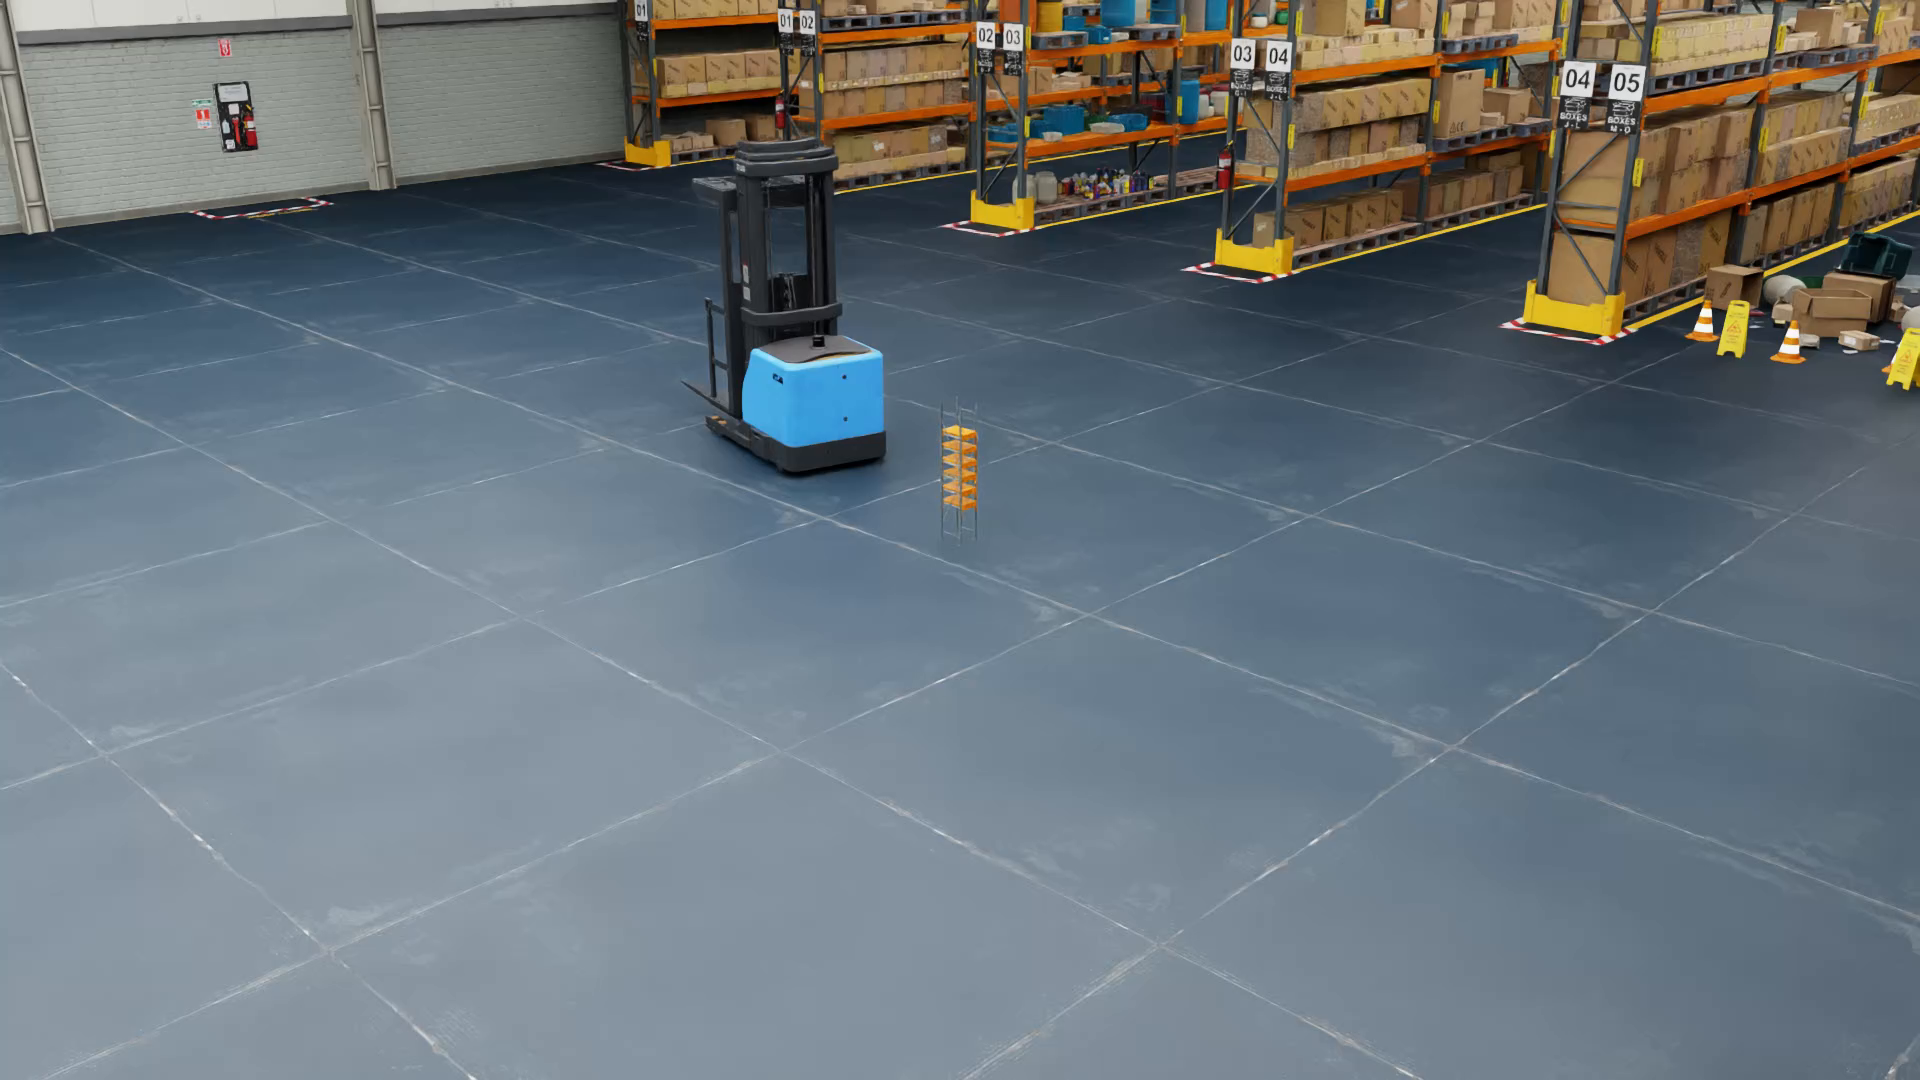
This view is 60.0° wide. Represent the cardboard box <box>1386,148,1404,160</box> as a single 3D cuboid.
[{"bbox_3d":[6.584,-5.943,25.567,0.380,0.149,0.250,19,28,41],"label":"cardboard box"}]

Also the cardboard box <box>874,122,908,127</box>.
[{"bbox_3d":[-1.324,-7.837,32.347,0.500,0.500,0.500,19,28,41],"label":"cardboard box"}]

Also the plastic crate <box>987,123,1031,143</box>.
[{"bbox_3d":[0.813,-6.737,27.492,0.499,0.251,0.616,19,28,41],"label":"plastic crate"}]

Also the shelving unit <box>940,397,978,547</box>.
[{"bbox_3d":[-0.010,-0.556,13.711,0.258,1.200,0.189,19,28,41],"label":"shelving unit"}]

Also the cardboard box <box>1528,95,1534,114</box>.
[{"bbox_3d":[9.974,-7.656,29.534,0.500,0.500,0.500,-19,28,-40],"label":"cardboard box"}]

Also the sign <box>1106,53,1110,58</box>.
[{"bbox_3d":[3.112,-10.303,34.947,0.100,0.325,0.005,19,28,41],"label":"sign"}]

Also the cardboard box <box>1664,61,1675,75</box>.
[{"bbox_3d":[8.356,-5.695,20.018,0.380,0.149,0.250,20,28,41],"label":"cardboard box"}]

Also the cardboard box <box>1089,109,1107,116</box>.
[{"bbox_3d":[3.196,-9.238,36.662,0.500,0.500,0.500,-19,28,-40],"label":"cardboard box"}]

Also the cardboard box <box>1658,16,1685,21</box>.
[{"bbox_3d":[9.116,-6.686,21.485,0.380,0.149,0.250,19,28,41],"label":"cardboard box"}]

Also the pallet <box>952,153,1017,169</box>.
[{"bbox_3d":[0.408,-7.770,33.857,1.003,0.211,1.213,19,28,41],"label":"pallet"}]

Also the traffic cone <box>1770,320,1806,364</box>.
[{"bbox_3d":[9.670,-2.323,19.335,0.336,0.463,0.334,19,28,41],"label":"traffic cone"}]

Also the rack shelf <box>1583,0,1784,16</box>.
[{"bbox_3d":[9.105,-6.888,20.875,1.077,0.370,4.000,19,28,41],"label":"rack shelf"}]

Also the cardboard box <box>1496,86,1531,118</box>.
[{"bbox_3d":[9.459,-7.514,28.580,0.500,0.500,0.500,15,26,34],"label":"cardboard box"}]

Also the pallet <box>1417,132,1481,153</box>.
[{"bbox_3d":[7.654,-6.462,26.836,1.003,0.211,1.213,19,28,41],"label":"pallet"}]

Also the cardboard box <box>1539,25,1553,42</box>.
[{"bbox_3d":[9.651,-8.567,28.072,0.500,0.250,0.500,19,28,41],"label":"cardboard box"}]

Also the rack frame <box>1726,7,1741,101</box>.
[{"bbox_3d":[15.388,-9.477,34.411,1.000,3.000,0.127,19,28,41],"label":"rack frame"}]

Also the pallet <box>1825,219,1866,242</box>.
[{"bbox_3d":[13.837,-5.052,26.785,1.003,0.211,1.213,19,28,41],"label":"pallet"}]

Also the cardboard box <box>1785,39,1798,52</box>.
[{"bbox_3d":[11.401,-6.855,23.034,0.250,0.149,0.380,19,28,41],"label":"cardboard box"}]

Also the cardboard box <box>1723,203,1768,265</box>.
[{"bbox_3d":[10.869,-4.453,23.890,1.050,0.750,0.750,19,28,40],"label":"cardboard box"}]

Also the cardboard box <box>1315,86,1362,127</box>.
[{"bbox_3d":[5.507,-6.345,24.315,0.500,0.500,0.500,19,28,41],"label":"cardboard box"}]

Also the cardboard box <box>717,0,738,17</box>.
[{"bbox_3d":[-4.890,-10.969,33.946,0.500,0.500,0.500,-18,27,-39],"label":"cardboard box"}]

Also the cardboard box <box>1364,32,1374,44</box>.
[{"bbox_3d":[5.830,-7.365,24.390,0.380,0.149,0.250,18,27,39],"label":"cardboard box"}]

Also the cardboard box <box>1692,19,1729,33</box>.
[{"bbox_3d":[9.414,-6.458,20.891,0.380,0.149,0.250,20,29,41],"label":"cardboard box"}]

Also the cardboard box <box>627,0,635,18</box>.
[{"bbox_3d":[-6.311,-10.710,33.271,0.500,0.500,0.500,-18,27,-38],"label":"cardboard box"}]

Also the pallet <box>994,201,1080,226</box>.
[{"bbox_3d":[1.268,-5.541,28.057,1.003,0.211,1.213,19,28,41],"label":"pallet"}]

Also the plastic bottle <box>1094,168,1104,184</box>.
[{"bbox_3d":[2.476,-6.448,29.611,0.144,0.351,0.185,18,27,38],"label":"plastic bottle"}]

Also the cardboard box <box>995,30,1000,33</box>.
[{"bbox_3d":[0.734,-12.137,39.706,0.500,0.250,0.500,19,28,40],"label":"cardboard box"}]

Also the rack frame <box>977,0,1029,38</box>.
[{"bbox_3d":[0.678,-9.404,25.859,1.000,3.000,0.127,19,28,41],"label":"rack frame"}]

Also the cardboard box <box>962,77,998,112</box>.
[{"bbox_3d":[0.383,-10.712,40.035,0.750,0.750,0.750,19,28,40],"label":"cardboard box"}]

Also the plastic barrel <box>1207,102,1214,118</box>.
[{"bbox_3d":[4.501,-7.869,30.421,0.301,0.262,0.301,0,21,0],"label":"plastic barrel"}]

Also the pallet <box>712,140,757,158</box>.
[{"bbox_3d":[-4.924,-8.313,35.270,1.003,0.211,1.213,19,28,41],"label":"pallet"}]

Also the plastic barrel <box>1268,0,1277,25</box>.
[{"bbox_3d":[5.822,-10.109,31.719,0.421,0.512,0.421,0,21,0],"label":"plastic barrel"}]

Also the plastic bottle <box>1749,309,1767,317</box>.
[{"bbox_3d":[10.264,-2.934,21.485,0.283,0.061,0.133,9,23,23],"label":"plastic bottle"}]

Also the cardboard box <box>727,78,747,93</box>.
[{"bbox_3d":[-4.787,-9.464,34.560,0.500,0.250,0.500,20,28,41],"label":"cardboard box"}]

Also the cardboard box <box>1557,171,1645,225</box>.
[{"bbox_3d":[7.936,-4.273,20.664,0.875,0.550,0.550,19,28,41],"label":"cardboard box"}]

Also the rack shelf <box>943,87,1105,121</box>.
[{"bbox_3d":[1.317,-9.051,34.305,1.077,0.370,4.000,19,28,41],"label":"rack shelf"}]

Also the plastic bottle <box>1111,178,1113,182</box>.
[{"bbox_3d":[2.673,-6.185,29.019,0.061,0.283,0.133,19,28,41],"label":"plastic bottle"}]

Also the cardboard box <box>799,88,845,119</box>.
[{"bbox_3d":[-2.534,-8.008,30.449,0.700,0.500,0.500,19,28,41],"label":"cardboard box"}]

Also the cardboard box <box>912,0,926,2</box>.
[{"bbox_3d":[-0.995,-10.290,31.690,0.500,0.311,0.500,17,27,38],"label":"cardboard box"}]

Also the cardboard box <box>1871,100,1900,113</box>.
[{"bbox_3d":[15.031,-7.051,27.035,0.380,0.149,0.250,18,27,38],"label":"cardboard box"}]

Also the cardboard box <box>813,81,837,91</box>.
[{"bbox_3d":[-2.441,-8.240,30.151,0.380,0.149,0.250,19,28,40],"label":"cardboard box"}]

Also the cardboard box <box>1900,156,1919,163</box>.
[{"bbox_3d":[17.252,-6.871,30.190,0.380,0.149,0.250,19,28,41],"label":"cardboard box"}]

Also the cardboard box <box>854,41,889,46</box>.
[{"bbox_3d":[-2.014,-10.942,37.471,0.700,0.500,0.500,19,28,41],"label":"cardboard box"}]

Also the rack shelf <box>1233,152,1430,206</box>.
[{"bbox_3d":[5.622,-5.542,25.177,1.077,0.370,4.000,19,28,41],"label":"rack shelf"}]

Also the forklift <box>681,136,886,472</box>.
[{"bbox_3d":[-1.906,-2.477,16.295,1.130,2.935,3.031,-12,24,-29],"label":"forklift"}]

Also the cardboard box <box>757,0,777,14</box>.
[{"bbox_3d":[-4.167,-11.249,34.674,0.500,0.500,0.500,16,26,36],"label":"cardboard box"}]

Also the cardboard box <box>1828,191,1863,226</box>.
[{"bbox_3d":[13.967,-5.300,26.443,0.500,0.500,0.500,18,27,38],"label":"cardboard box"}]

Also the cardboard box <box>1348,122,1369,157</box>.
[{"bbox_3d":[5.630,-6.086,25.035,0.875,0.500,0.500,19,28,41],"label":"cardboard box"}]

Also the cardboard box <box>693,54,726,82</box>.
[{"bbox_3d":[-5.155,-9.676,34.065,0.500,0.500,0.500,18,27,39],"label":"cardboard box"}]

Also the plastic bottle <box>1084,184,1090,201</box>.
[{"bbox_3d":[2.166,-5.923,28.356,0.097,0.271,0.097,0,21,0],"label":"plastic bottle"}]

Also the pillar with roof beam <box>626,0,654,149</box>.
[{"bbox_3d":[-3.467,-11.202,30.539,9.100,9.000,0.400,19,28,41],"label":"pillar with roof beam"}]

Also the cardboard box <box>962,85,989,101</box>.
[{"bbox_3d":[0.234,-8.940,33.223,0.500,0.250,0.500,-18,27,-39],"label":"cardboard box"}]

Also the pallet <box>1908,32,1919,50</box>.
[{"bbox_3d":[14.853,-8.094,26.895,1.213,0.211,1.003,19,28,41],"label":"pallet"}]

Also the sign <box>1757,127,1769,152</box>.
[{"bbox_3d":[10.899,-5.427,22.558,0.100,0.325,0.005,19,28,41],"label":"sign"}]
